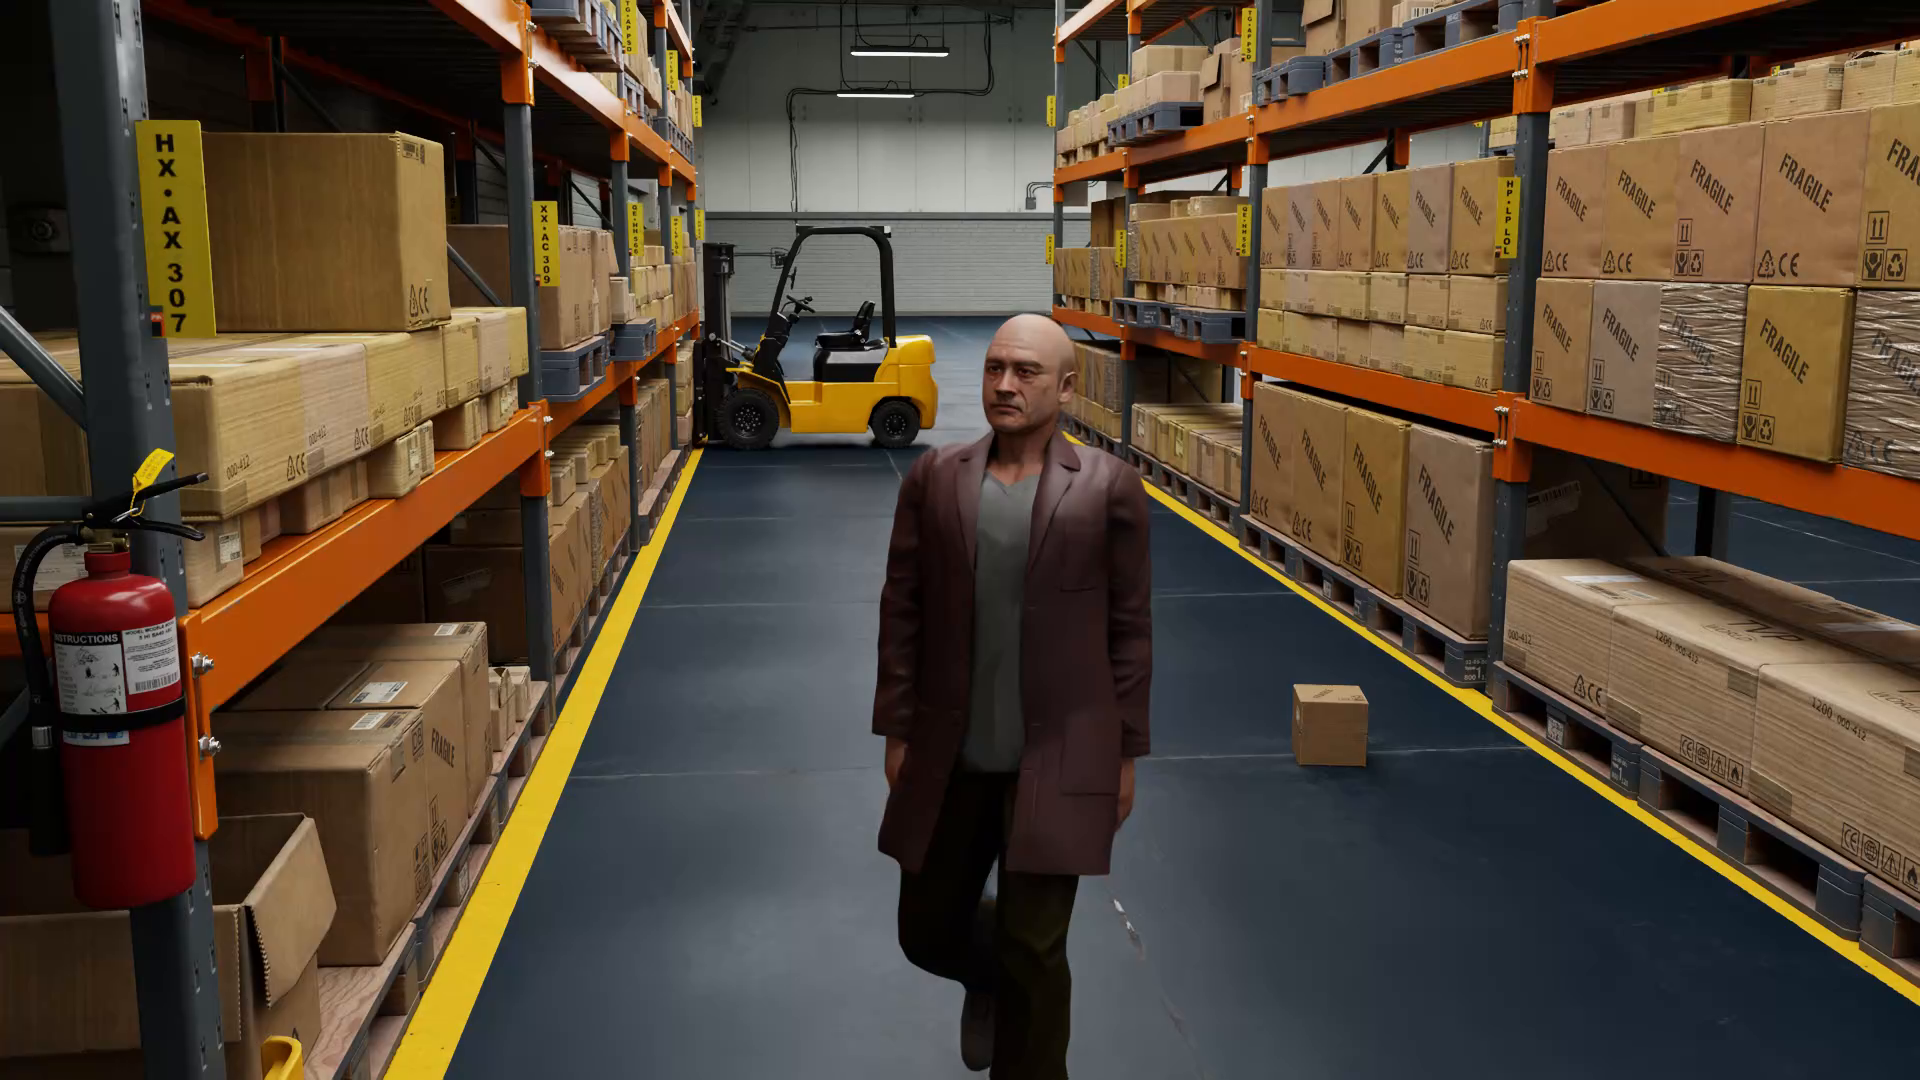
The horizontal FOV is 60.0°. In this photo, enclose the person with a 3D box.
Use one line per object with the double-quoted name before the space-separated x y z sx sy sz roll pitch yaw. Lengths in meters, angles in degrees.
"person" 0.105 0.417 3.444 0.576 1.757 0.790 3 10 16
